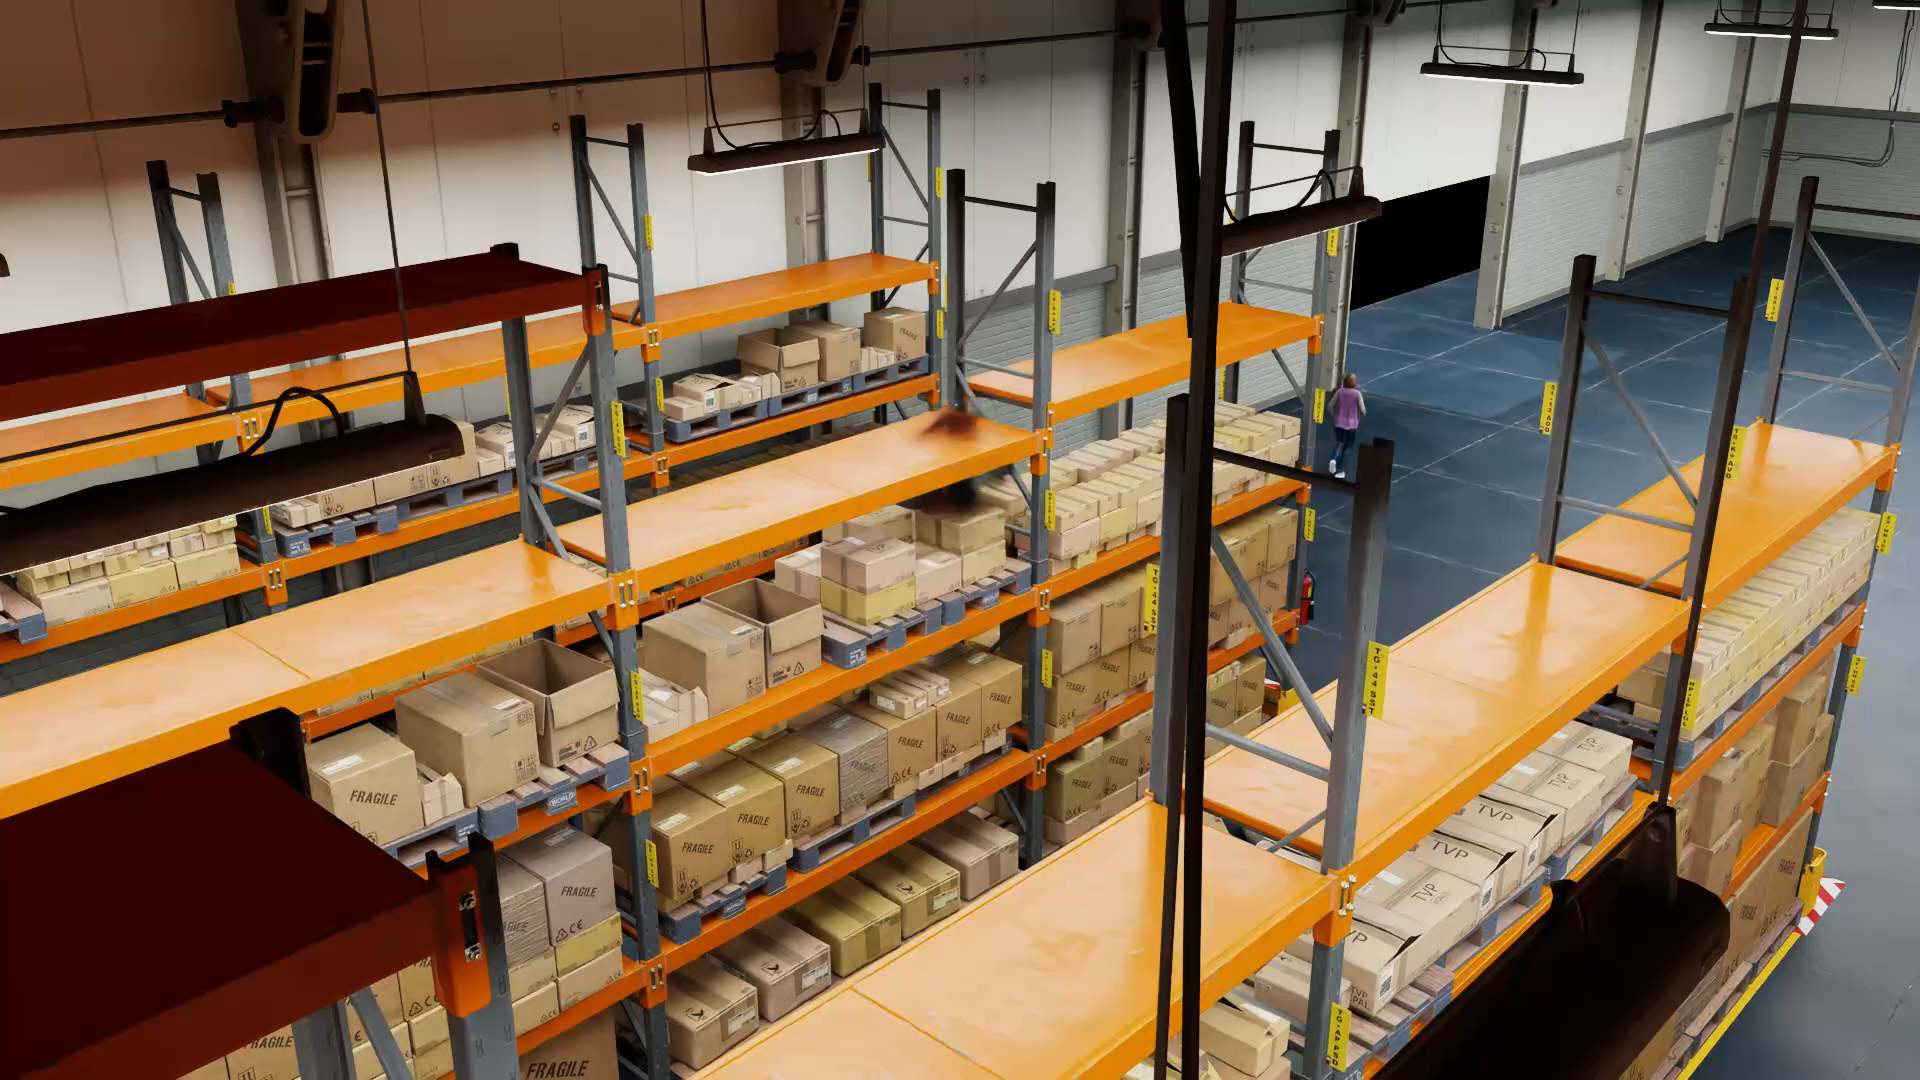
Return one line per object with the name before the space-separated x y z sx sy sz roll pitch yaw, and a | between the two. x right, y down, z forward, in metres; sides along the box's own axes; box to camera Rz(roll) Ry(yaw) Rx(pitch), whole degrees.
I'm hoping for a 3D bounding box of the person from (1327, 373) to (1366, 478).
person | 5.614 -1.660 24.146 0.543 1.567 0.530 12 24 27
